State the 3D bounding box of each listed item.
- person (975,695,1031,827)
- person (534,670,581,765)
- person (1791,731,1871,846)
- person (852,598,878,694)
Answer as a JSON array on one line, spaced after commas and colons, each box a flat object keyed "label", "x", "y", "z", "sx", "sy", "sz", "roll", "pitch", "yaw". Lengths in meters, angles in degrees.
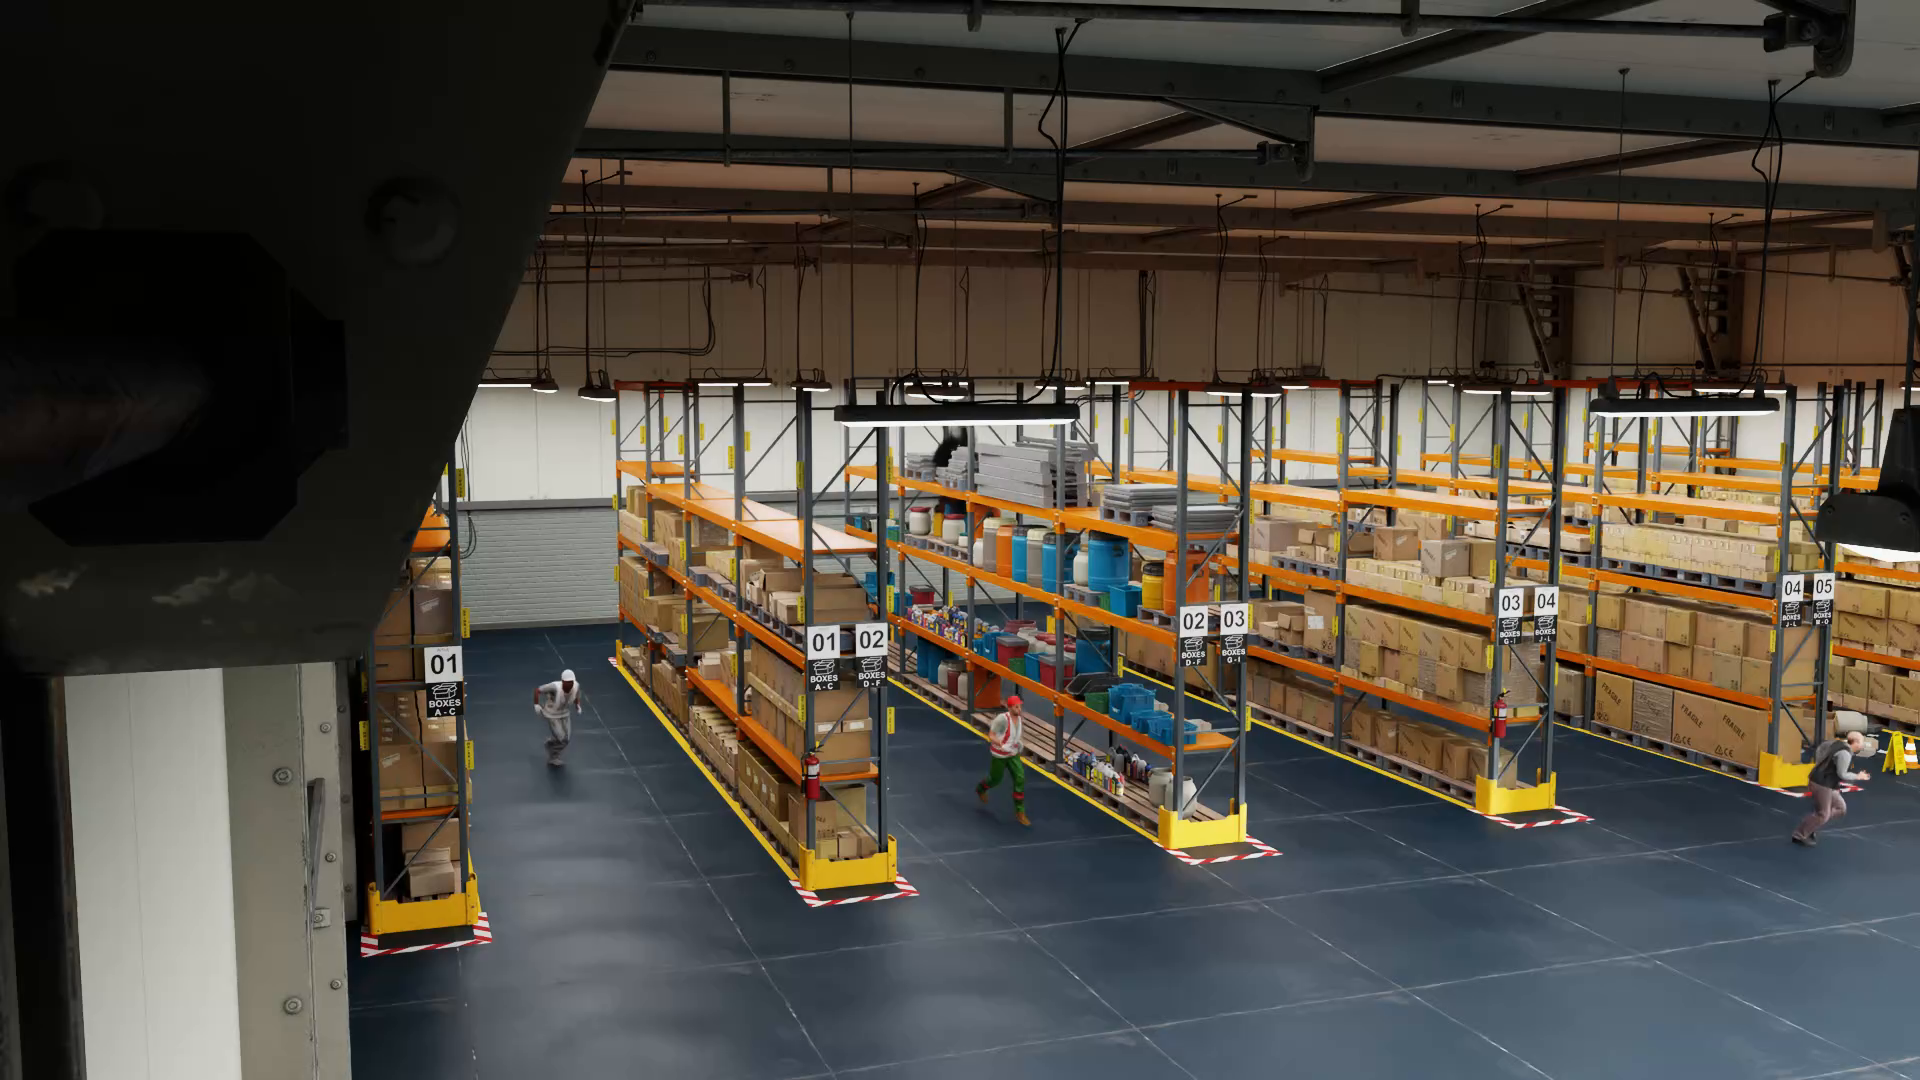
[{"label": "person", "x": 0.602, "y": 3.011, "z": 23.174, "sx": 0.658, "sy": 1.773, "sz": 1.135, "roll": -5, "pitch": 8, "yaw": -37}, {"label": "person", "x": -6.276, "y": 2.792, "z": 26.041, "sx": 0.702, "sy": 1.590, "sz": 0.820, "roll": -6, "pitch": 8, "yaw": -44}, {"label": "person", "x": 11.444, "y": 3.247, "z": 21.843, "sx": 0.886, "sy": 1.549, "sz": 0.688, "roll": 2, "pitch": 6, "yaw": 21}, {"label": "person", "x": -1.789, "y": 1.956, "z": 30.820, "sx": 0.712, "sy": 1.733, "sz": 0.894, "roll": -4, "pitch": 7, "yaw": -31}]
